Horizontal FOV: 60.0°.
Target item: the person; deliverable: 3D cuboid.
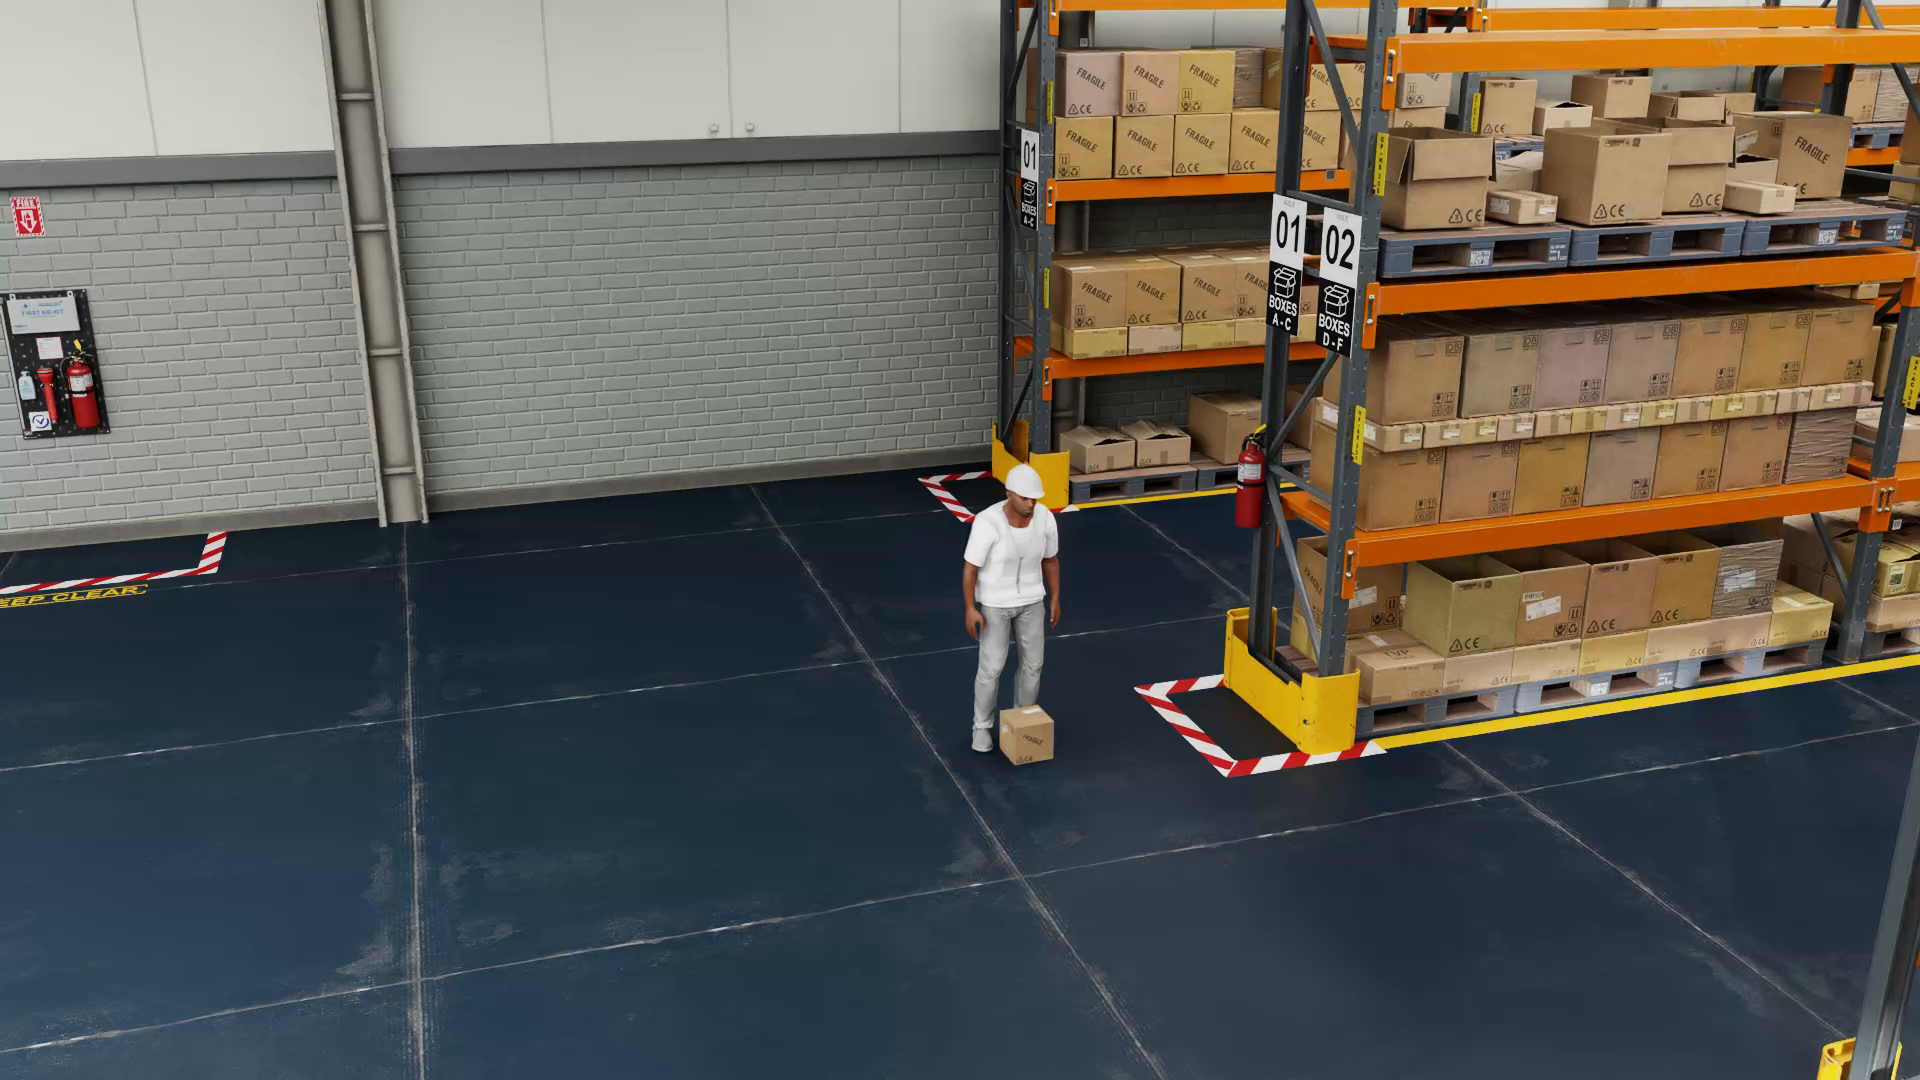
[{"bbox_3d":[0.321,0.385,9.930,0.629,1.759,0.461,-7,20,-20],"label":"person"}]
